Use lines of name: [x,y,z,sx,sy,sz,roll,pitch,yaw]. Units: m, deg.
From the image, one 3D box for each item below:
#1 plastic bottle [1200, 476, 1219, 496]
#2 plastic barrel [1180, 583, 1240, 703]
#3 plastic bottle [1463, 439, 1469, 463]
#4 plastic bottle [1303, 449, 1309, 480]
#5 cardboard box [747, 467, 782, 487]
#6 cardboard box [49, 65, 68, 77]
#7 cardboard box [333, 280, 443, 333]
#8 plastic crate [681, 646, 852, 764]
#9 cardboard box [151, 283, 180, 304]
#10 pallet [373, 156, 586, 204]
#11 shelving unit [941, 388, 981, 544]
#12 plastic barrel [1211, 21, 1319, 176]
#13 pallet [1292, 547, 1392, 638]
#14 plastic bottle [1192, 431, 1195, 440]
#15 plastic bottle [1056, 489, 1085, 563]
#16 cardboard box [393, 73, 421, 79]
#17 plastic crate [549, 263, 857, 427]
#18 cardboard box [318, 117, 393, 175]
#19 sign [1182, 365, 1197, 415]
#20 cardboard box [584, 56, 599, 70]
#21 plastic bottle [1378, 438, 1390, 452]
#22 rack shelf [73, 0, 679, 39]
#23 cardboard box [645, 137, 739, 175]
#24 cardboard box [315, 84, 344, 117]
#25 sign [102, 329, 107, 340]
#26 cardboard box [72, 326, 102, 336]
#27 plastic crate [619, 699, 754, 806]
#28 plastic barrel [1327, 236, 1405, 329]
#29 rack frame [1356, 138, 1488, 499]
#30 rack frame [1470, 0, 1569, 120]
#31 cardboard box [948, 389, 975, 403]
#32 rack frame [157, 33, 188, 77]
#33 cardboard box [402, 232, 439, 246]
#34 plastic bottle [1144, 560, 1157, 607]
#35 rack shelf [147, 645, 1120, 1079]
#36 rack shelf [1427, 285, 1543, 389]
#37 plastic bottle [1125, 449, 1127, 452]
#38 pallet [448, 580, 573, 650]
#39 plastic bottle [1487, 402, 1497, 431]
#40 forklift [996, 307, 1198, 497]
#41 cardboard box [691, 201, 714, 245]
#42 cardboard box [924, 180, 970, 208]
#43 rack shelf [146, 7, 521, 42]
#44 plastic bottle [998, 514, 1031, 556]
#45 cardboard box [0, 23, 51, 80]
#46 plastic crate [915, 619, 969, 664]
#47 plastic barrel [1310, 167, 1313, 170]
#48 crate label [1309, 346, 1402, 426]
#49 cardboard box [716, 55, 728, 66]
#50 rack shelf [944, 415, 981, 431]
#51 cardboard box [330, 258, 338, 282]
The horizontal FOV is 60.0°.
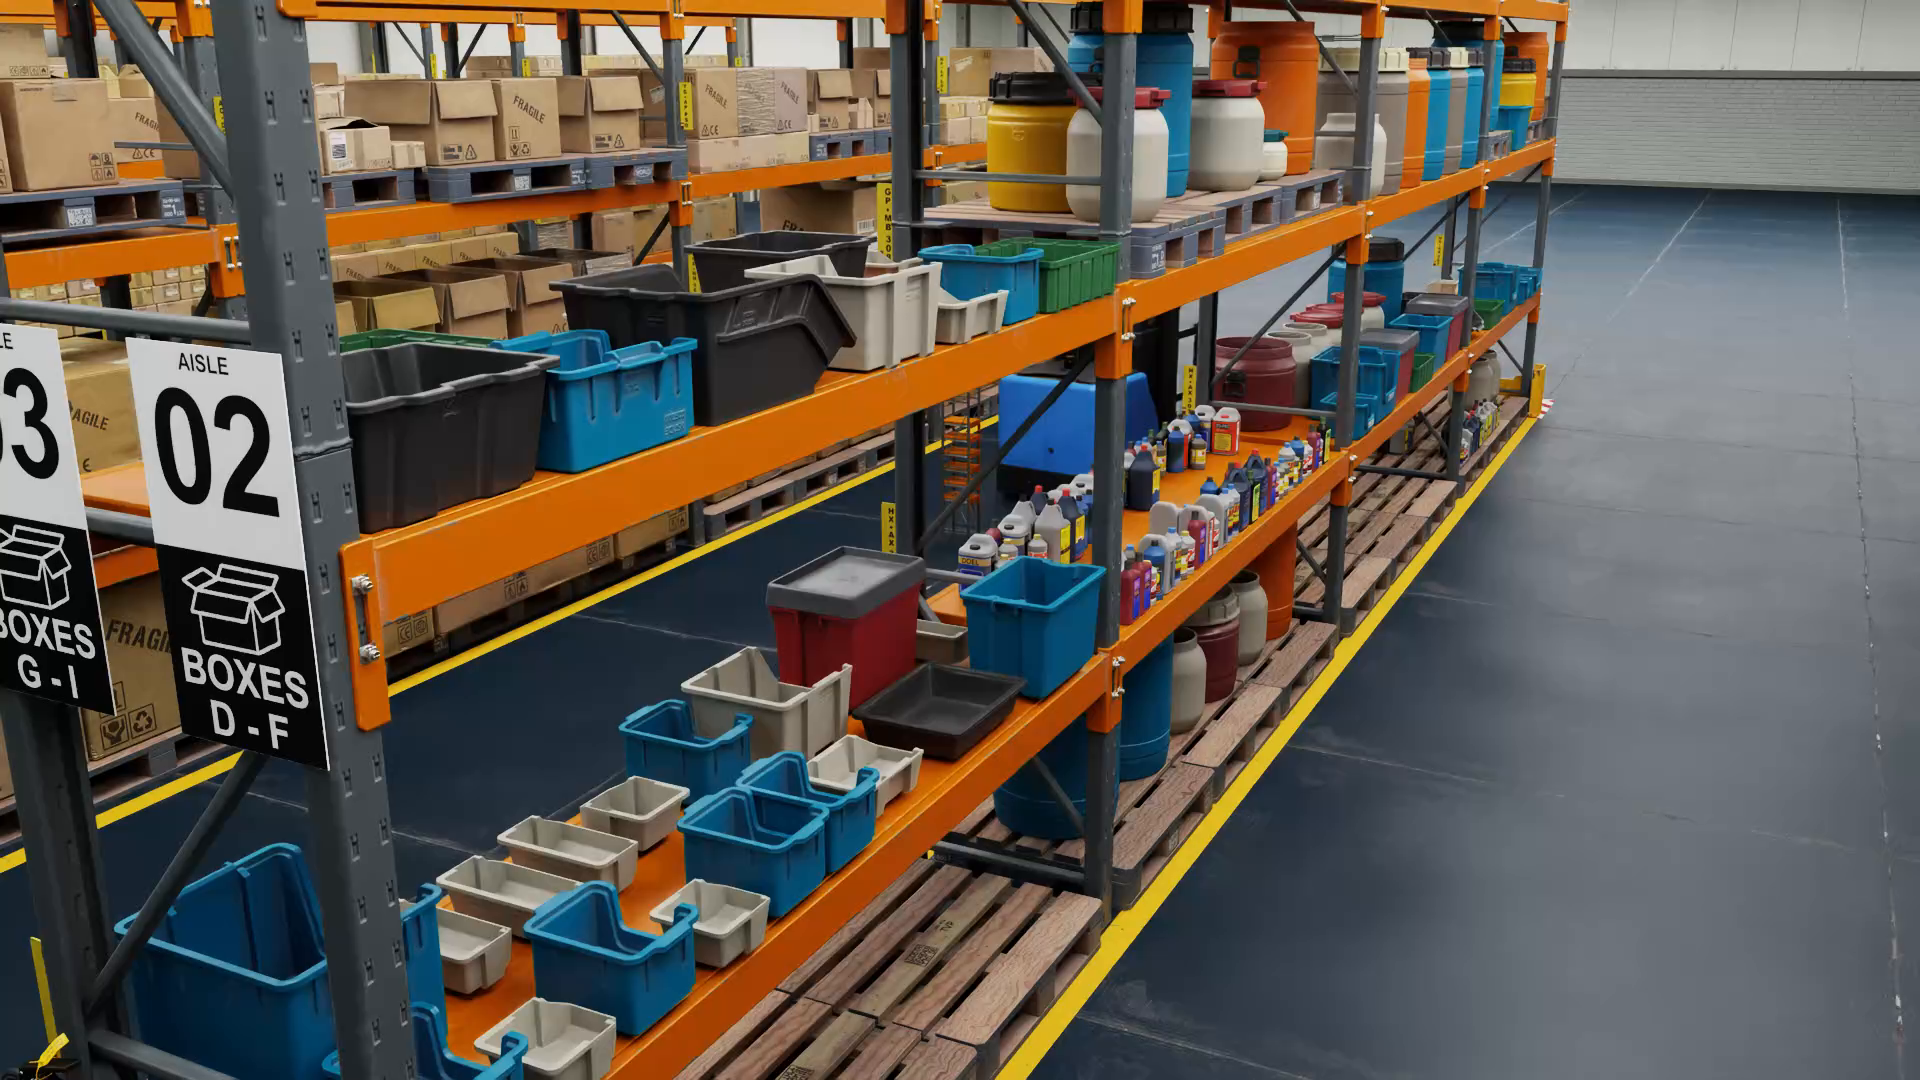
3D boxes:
plastic bottle: [1.294,-0.196,8.642,0.097,0.271,0.097,0,17,0]
plastic barrel: [1.274,0.551,9.399,0.600,0.588,0.708,8,18,25]
plastic bottle: [4.394,-0.784,14.537,0.097,0.201,0.097,0,17,0]
plastic bottle: [1.968,-0.455,9.637,0.097,0.201,0.097,0,17,0]
cardboard box: [-1.932,-0.777,13.990,0.700,0.500,0.500,6,18,21]
cardboard box: [-10.109,-5.108,18.335,0.500,0.250,0.500,8,19,26]
cardboard box: [-3.642,-1.295,10.180,0.797,0.503,0.637,8,18,26]
plastic crate: [-0.653,0.594,5.858,0.437,0.282,0.530,8,18,25]
cardboard box: [-6.773,-2.077,13.929,0.380,0.149,0.250,9,19,27]
pallet: [-3.187,-2.340,10.697,1.003,0.211,1.213,9,19,28]
shelving unit: [0.006,-0.579,12.866,0.258,1.200,0.189,8,18,25]
plastic barrel: [1.725,-2.519,9.477,0.600,0.830,0.708,8,18,25]
pallet: [2.362,0.326,11.555,1.003,0.211,1.213,8,18,25]
plastic bottle: [1.379,-0.603,10.135,0.097,0.201,0.097,0,17,0]
plastic bottle: [0.524,-0.080,8.113,0.144,0.351,0.185,8,18,25]
cardboard box: [-7.627,-6.323,22.816,0.380,0.149,0.250,8,18,26]
plastic crate: [-0.665,-0.543,4.424,0.504,0.338,0.767,8,18,25]
cardboard box: [-3.666,-2.294,9.630,0.500,0.311,0.500,7,18,23]
sign: [1.486,-0.965,10.717,0.100,0.325,0.005,8,18,25]
cardboard box: [-4.248,-5.317,18.516,0.380,0.149,0.250,8,18,24]
plastic bottle: [3.799,-0.979,14.931,0.144,0.351,0.185,8,18,24]
rack shelf: [-3.343,-3.278,10.222,1.077,0.370,4.000,8,18,25]
cardboard box: [-2.012,-2.902,12.521,0.500,0.250,0.500,8,19,26]
cardboard box: [-5.868,-4.164,15.752,0.500,0.311,0.500,8,18,24]
sign: [-4.727,-1.013,9.272,0.100,0.325,0.005,8,18,25]
cardboard box: [-7.111,-1.741,13.323,0.380,0.149,0.250,7,18,23]
plastic crate: [-0.905,0.715,5.536,0.416,0.233,0.300,8,18,25]
plastic barrel: [3.325,-2.017,13.668,0.600,0.901,0.708,8,18,25]
rack frame: [3.769,-1.837,13.941,1.000,3.000,0.127,8,18,25]
rack frame: [5.556,-5.732,16.517,1.000,3.000,0.127,8,18,25]
cardboard box: [-0.198,-1.714,17.179,0.500,0.500,0.500,16,23,43]
rack frame: [-9.528,-6.604,19.453,1.000,3.000,0.127,8,18,25]
cardboard box: [-5.725,-3.264,16.814,0.700,0.500,0.500,8,18,26]
plastic bottle: [0.835,0.191,7.461,0.097,0.201,0.097,0,17,0]
rack shelf: [-0.700,1.055,5.468,1.077,0.370,4.000,8,18,25]
rack shelf: [4.663,-2.002,15.759,1.077,0.370,4.000,8,18,25]
plastic bottle: [0.907,-0.367,9.218,0.097,0.271,0.097,0,17,0]
pallet: [-3.416,0.389,11.343,1.003,0.211,1.213,8,18,25]
plastic bottle: [4.991,-1.177,15.729,0.152,0.276,0.135,8,18,26]
forklift: [1.547,-2.037,14.735,1.130,2.935,3.031,11,20,32]
cardboard box: [-3.618,-3.972,20.864,0.875,0.550,0.550,8,18,25]
cardboard box: [-0.234,-3.219,16.141,0.500,0.500,0.500,8,18,25]
rack shelf: [-5.948,-4.954,15.864,1.077,0.370,4.000,8,18,25]
plastic bottle: [0.244,0.026,7.888,0.152,0.276,0.135,8,18,25]
cardboard box: [-4.663,-2.285,7.776,0.500,0.250,0.500,7,18,22]
plastic crate: [-0.142,0.399,6.771,0.396,0.136,0.243,8,18,25]
plastic barrel: [2.046,-2.251,10.339,0.294,0.245,0.294,0,17,0]
crate label: [2.667,-1.054,11.242,0.502,0.435,0.616,8,18,25]
cardboard box: [-3.114,-5.963,20.691,0.380,0.149,0.250,8,18,26]
rack shelf: [0.006,-0.881,12.776,0.258,0.103,0.180,8,18,25]
cardboard box: [-6.175,-2.363,15.536,0.500,0.500,0.500,8,18,25]
